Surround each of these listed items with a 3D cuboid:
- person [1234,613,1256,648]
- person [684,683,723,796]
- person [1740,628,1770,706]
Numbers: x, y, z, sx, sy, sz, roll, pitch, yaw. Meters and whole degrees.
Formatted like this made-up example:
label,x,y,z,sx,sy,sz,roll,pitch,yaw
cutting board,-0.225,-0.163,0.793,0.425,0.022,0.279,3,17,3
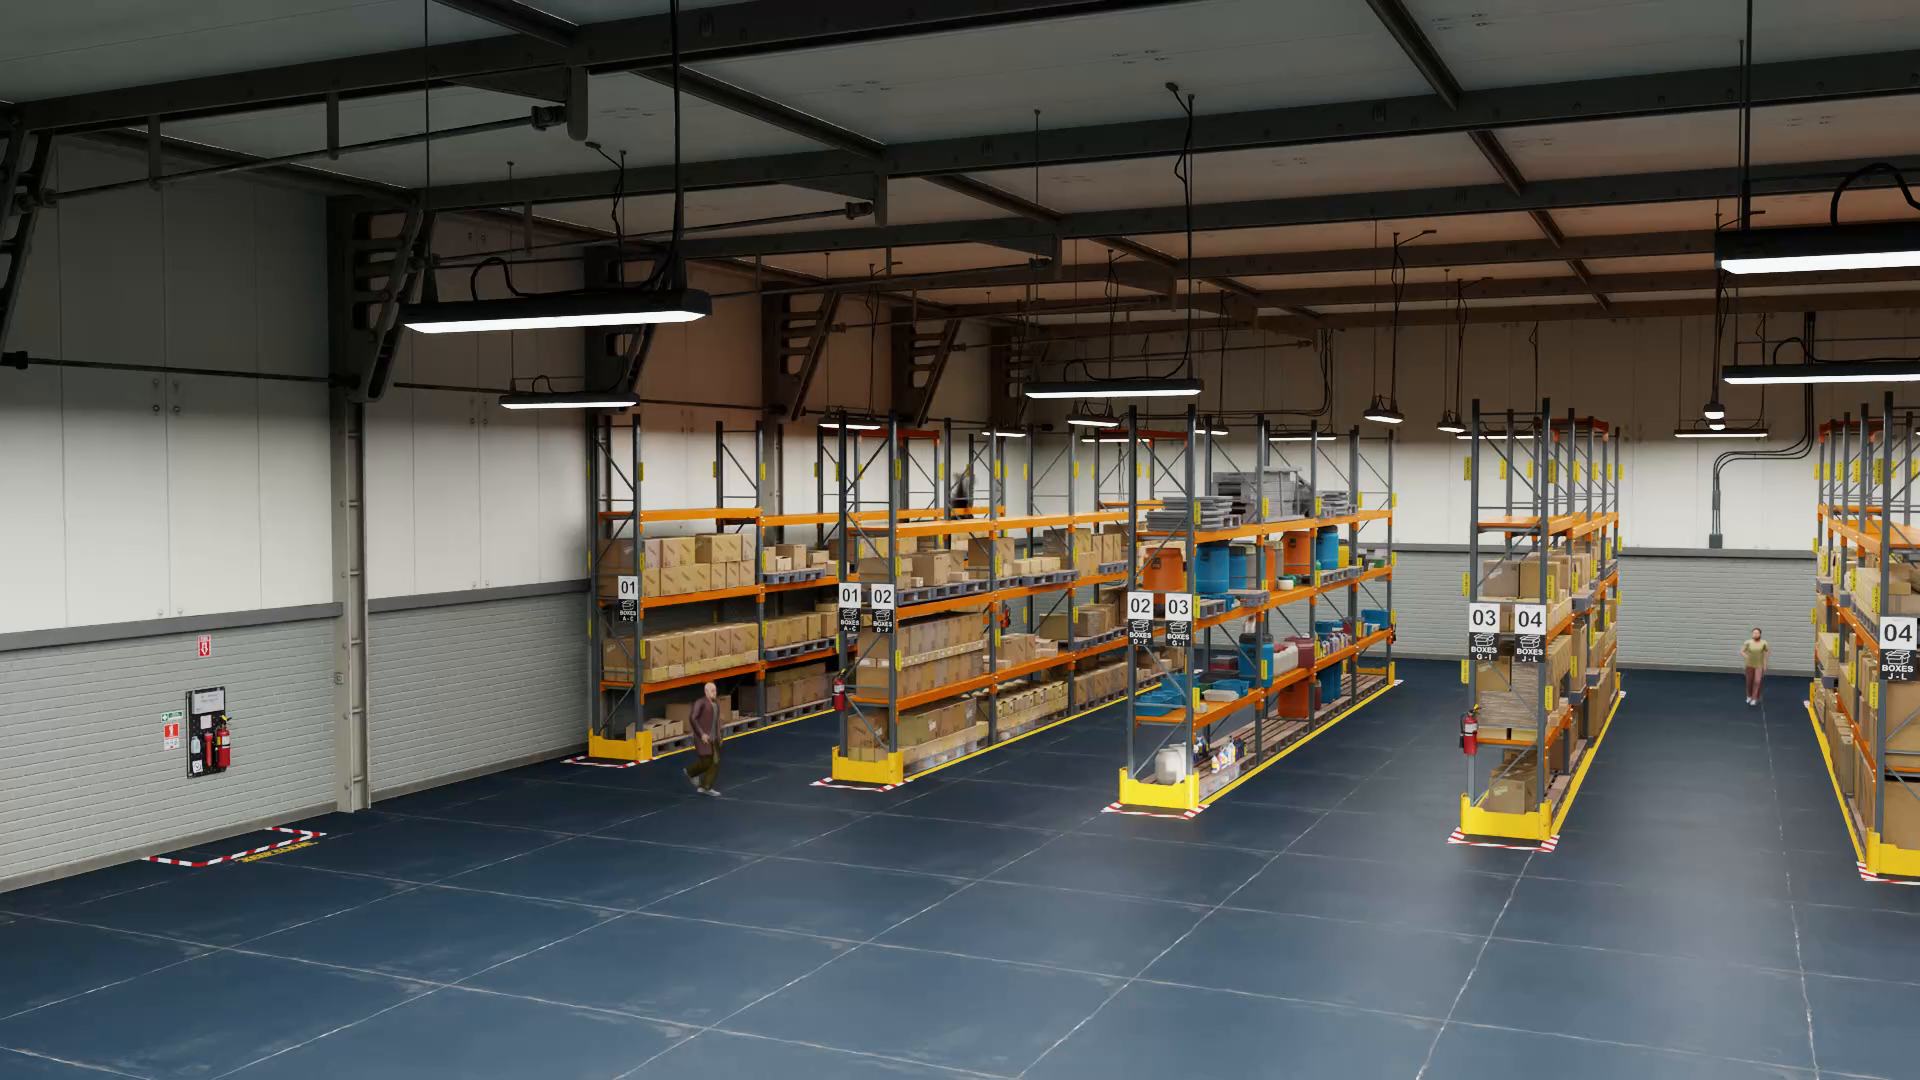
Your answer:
label,x,y,z,sx,sy,sz,roll,pitch,yaw
person,6.887,2.468,39.411,0.684,1.723,0.992,2,3,39
person,-4.024,3.083,25.832,0.712,1.754,0.721,2,3,37
person,16.842,2.675,35.249,0.570,1.634,1.050,1,3,27
